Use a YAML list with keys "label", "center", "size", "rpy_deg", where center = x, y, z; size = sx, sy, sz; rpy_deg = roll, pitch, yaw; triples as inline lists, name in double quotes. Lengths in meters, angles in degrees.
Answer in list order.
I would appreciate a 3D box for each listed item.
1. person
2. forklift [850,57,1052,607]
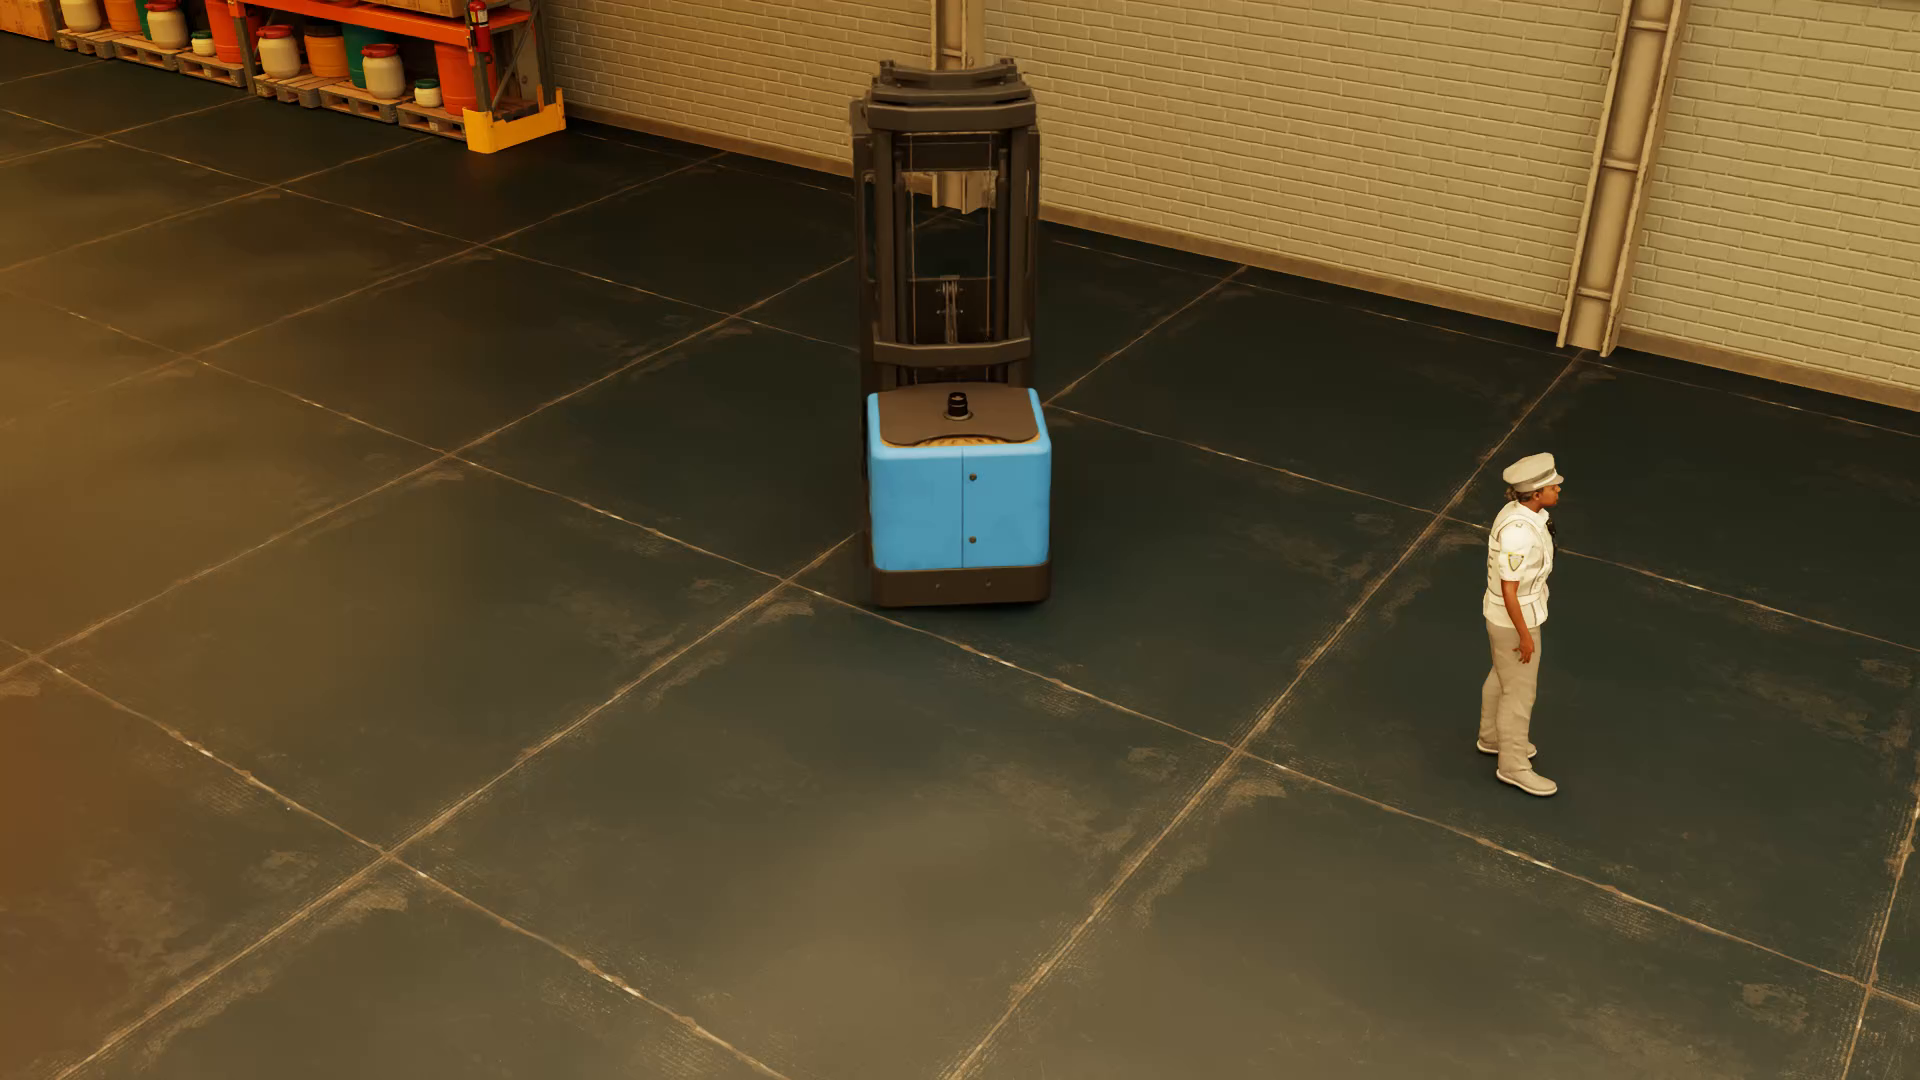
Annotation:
- label: "person"
  center: [2.800, 0.381, 8.142]
  size: [0.528, 1.694, 0.569]
  rpy_deg: [10, 32, 16]
- label: "forklift"
  center: [-0.099, -1.589, 10.317]
  size: [1.130, 2.935, 3.031]
  rpy_deg: [-2, 30, -4]
